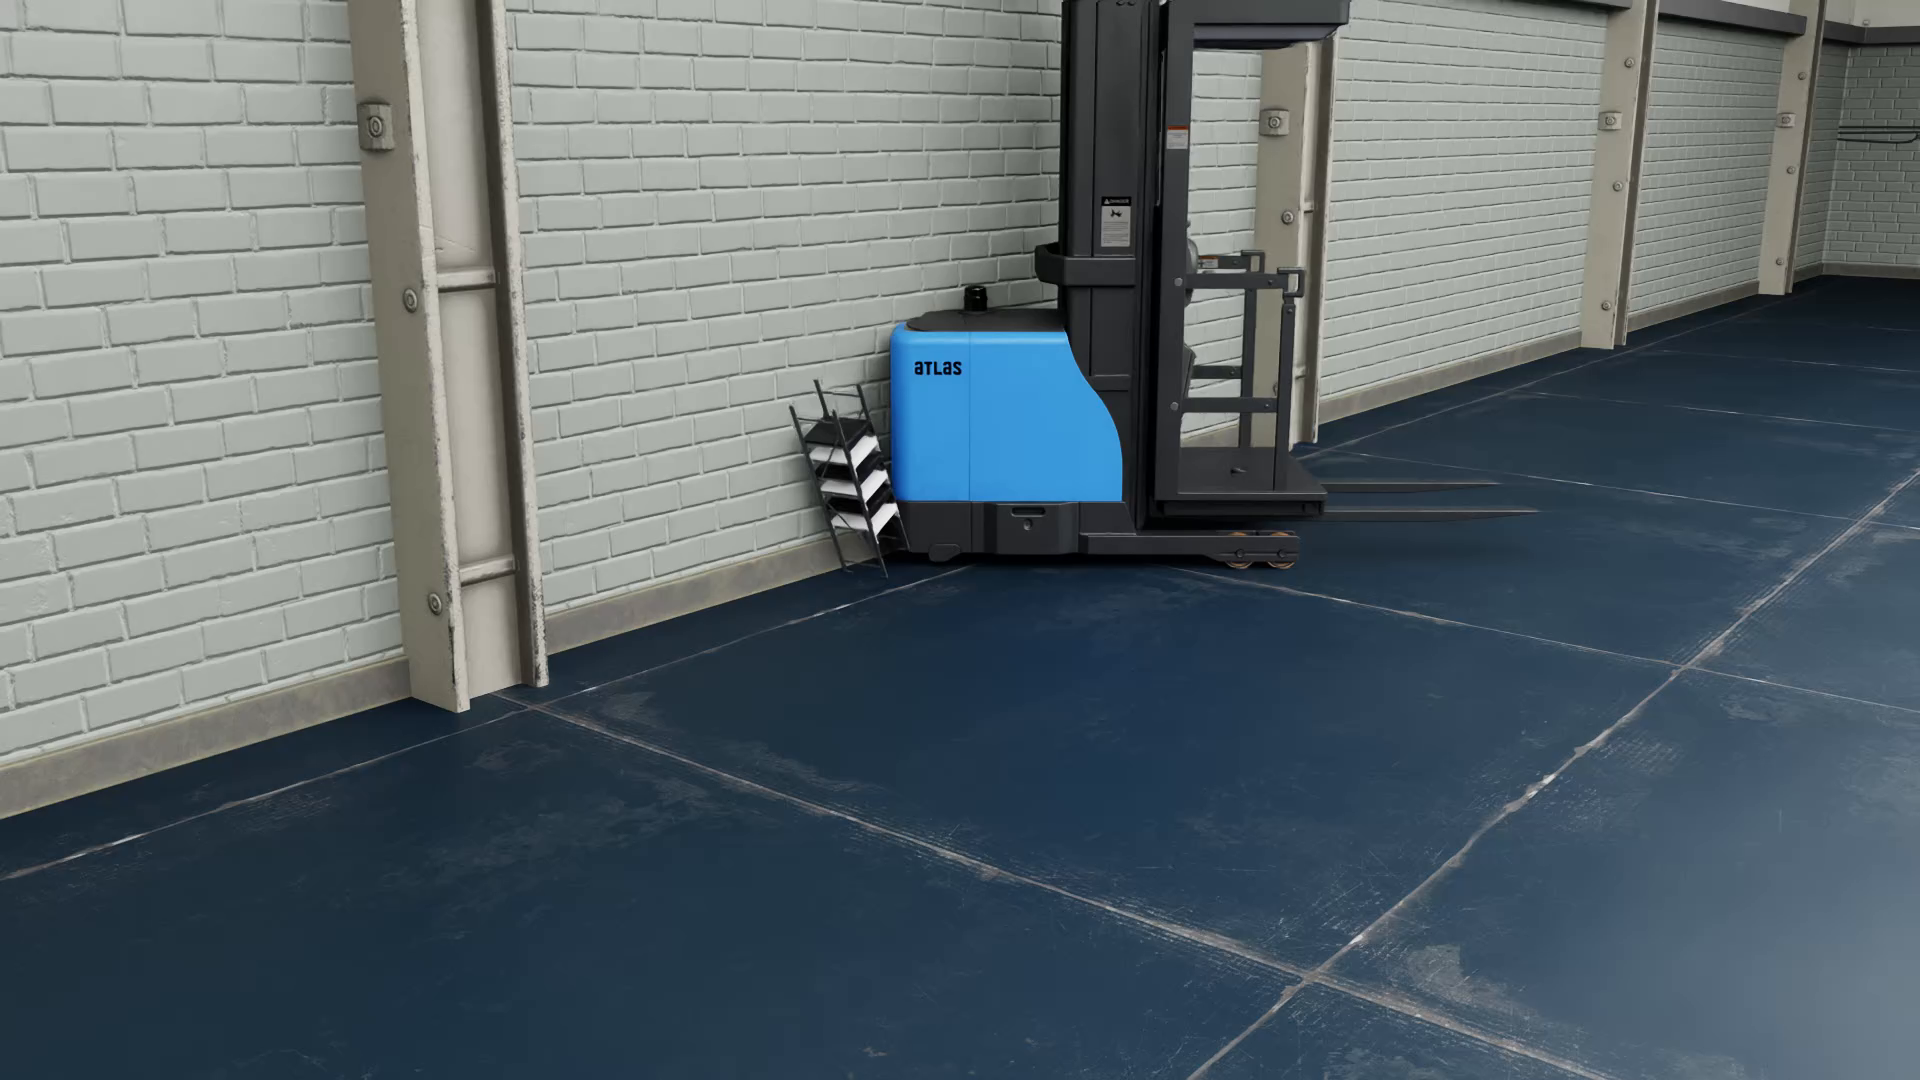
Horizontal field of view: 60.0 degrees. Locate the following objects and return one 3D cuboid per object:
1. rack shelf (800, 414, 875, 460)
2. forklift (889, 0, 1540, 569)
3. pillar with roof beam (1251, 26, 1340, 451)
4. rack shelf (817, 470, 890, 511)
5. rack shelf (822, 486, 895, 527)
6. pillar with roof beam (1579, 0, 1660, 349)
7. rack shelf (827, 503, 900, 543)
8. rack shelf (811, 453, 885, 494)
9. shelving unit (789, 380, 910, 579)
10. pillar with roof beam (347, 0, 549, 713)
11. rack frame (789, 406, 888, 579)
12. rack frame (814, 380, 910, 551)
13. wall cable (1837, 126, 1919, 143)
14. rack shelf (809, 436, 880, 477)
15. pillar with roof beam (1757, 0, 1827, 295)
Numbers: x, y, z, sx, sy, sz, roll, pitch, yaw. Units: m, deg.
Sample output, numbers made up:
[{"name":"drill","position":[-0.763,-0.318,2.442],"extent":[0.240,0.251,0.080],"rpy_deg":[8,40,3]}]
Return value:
[{"name":"rack shelf","position":[-0.527,-0.446,7.162],"extent":[0.258,0.077,0.200],"rpy_deg":[8,42,30]},{"name":"forklift","position":[1.190,-1.420,7.758],"extent":[3.031,2.935,1.130],"rpy_deg":[0,14,0]},{"name":"pillar with roof beam","position":[5.381,-4.306,6.799],"extent":[9.100,9.000,0.400],"rpy_deg":[11,18,38]},{"name":"rack shelf","position":[-0.468,-0.233,7.318],"extent":[0.258,0.077,0.200],"rpy_deg":[8,42,30]},{"name":"rack shelf","position":[-0.449,-0.162,7.370],"extent":[0.258,0.077,0.200],"rpy_deg":[8,42,30]},{"name":"pillar with roof beam","position":[9.152,-5.456,11.322],"extent":[9.100,9.000,0.400],"rpy_deg":[11,18,38]},{"name":"rack shelf","position":[-0.429,-0.091,7.422],"extent":[0.258,0.077,0.200],"rpy_deg":[8,42,30]},{"name":"rack shelf","position":[-0.488,-0.304,7.266],"extent":[0.258,0.077,0.200],"rpy_deg":[8,42,30]},{"name":"shelving unit","position":[-0.476,-0.259,7.299],"extent":[0.258,0.900,0.210],"rpy_deg":[8,42,30]},{"name":"pillar with roof beam","position":[1.610,-3.157,2.275],"extent":[9.100,9.000,0.400],"rpy_deg":[11,18,38]},{"name":"rack frame","position":[-0.523,-0.198,7.233],"extent":[0.240,0.900,0.006],"rpy_deg":[8,42,30]},{"name":"rack frame","position":[-0.429,-0.321,7.365],"extent":[0.240,0.900,0.006],"rpy_deg":[8,42,30]},{"name":"wall cable","position":[12.455,-6.125,20.265],"extent":[3.097,2.526,0.112],"rpy_deg":[11,18,38]},{"name":"rack shelf","position":[-0.507,-0.375,7.214],"extent":[0.258,0.077,0.200],"rpy_deg":[8,42,30]},{"name":"pillar with roof beam","position":[12.924,-6.605,15.845],"extent":[9.100,9.000,0.400],"rpy_deg":[11,18,38]}]
